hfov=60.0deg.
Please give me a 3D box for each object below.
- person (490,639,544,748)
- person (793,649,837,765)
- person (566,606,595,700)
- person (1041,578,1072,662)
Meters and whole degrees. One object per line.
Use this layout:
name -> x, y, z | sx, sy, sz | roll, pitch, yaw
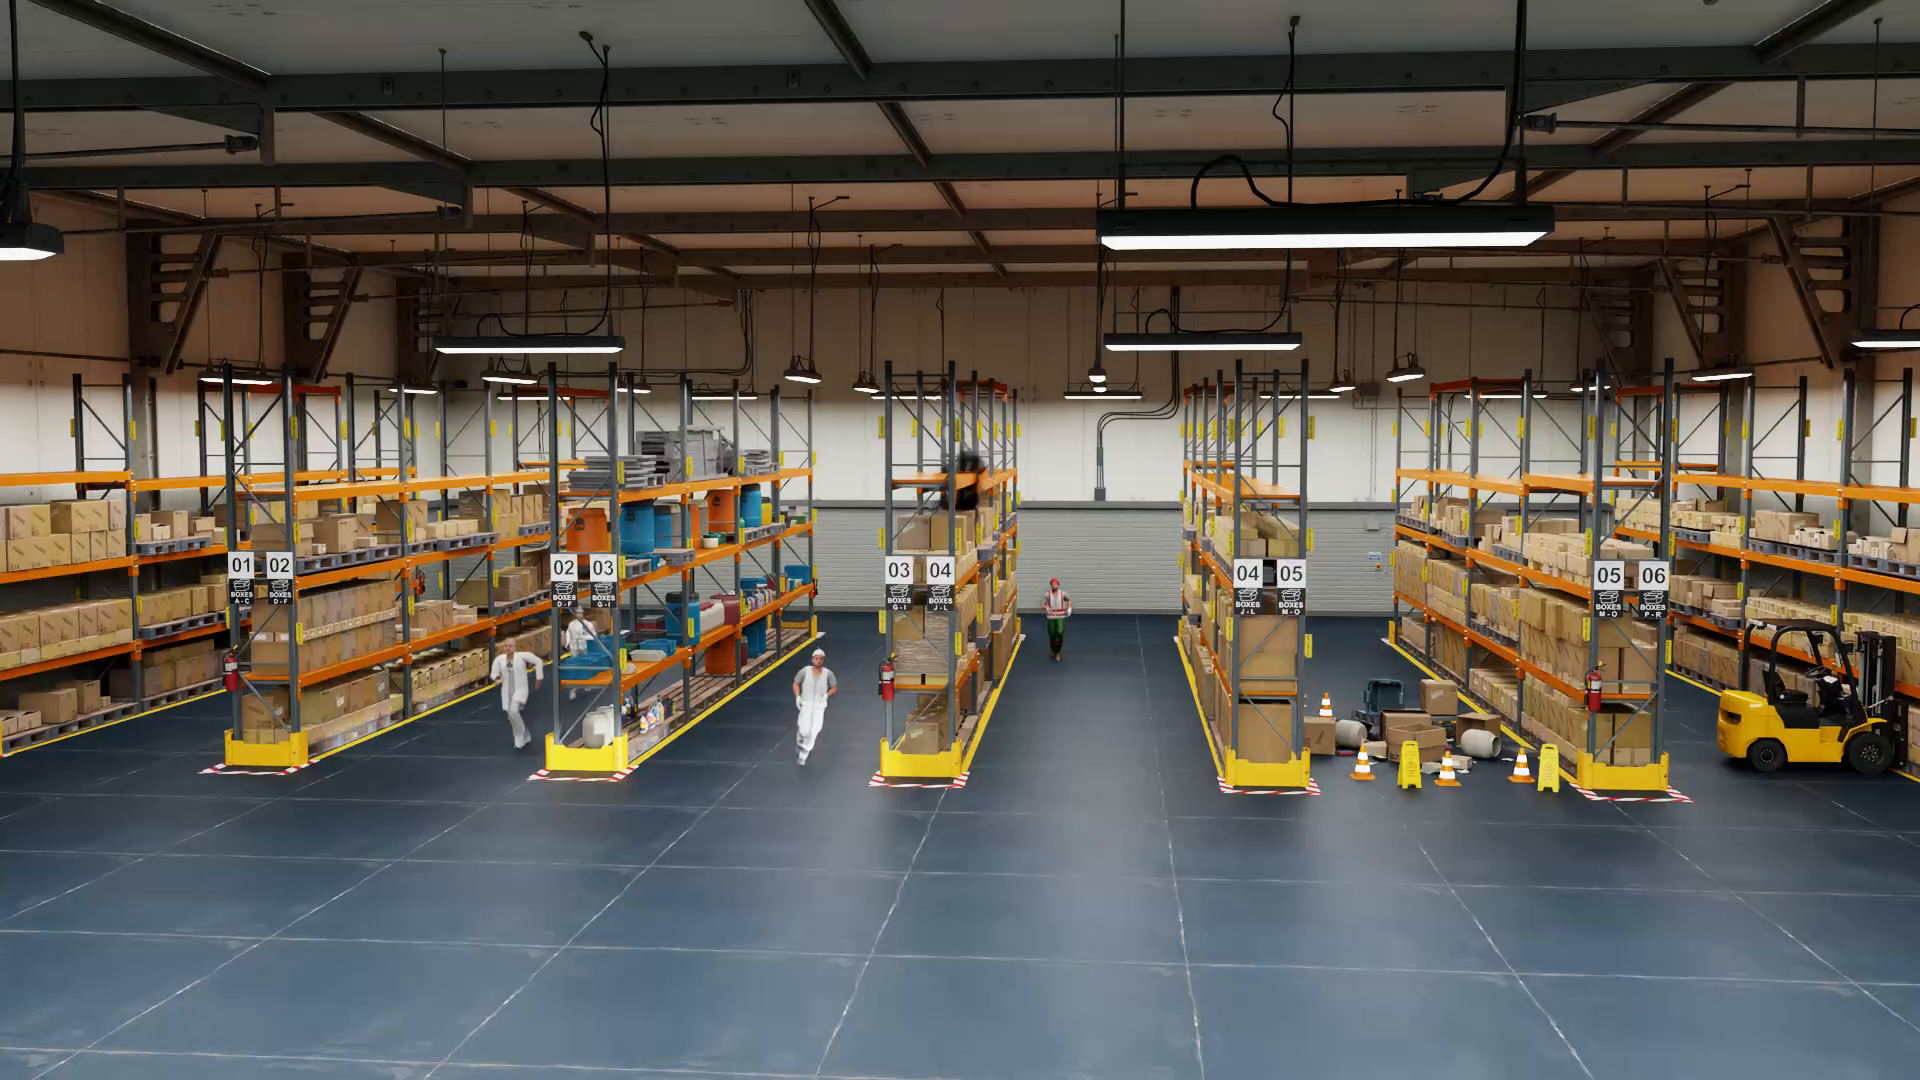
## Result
person -> -6.954, 2.401, 26.026 | 0.757, 1.732, 0.846 | 0, 4, 7
person -> -2.158, 2.485, 24.794 | 0.646, 1.723, 0.585 | -1, 4, -9
person -> -7.144, 2.080, 31.242 | 0.588, 1.705, 0.914 | 0, 4, 1
person -> 2.105, 1.735, 36.344 | 0.666, 1.802, 0.766 | 0, 4, 7
